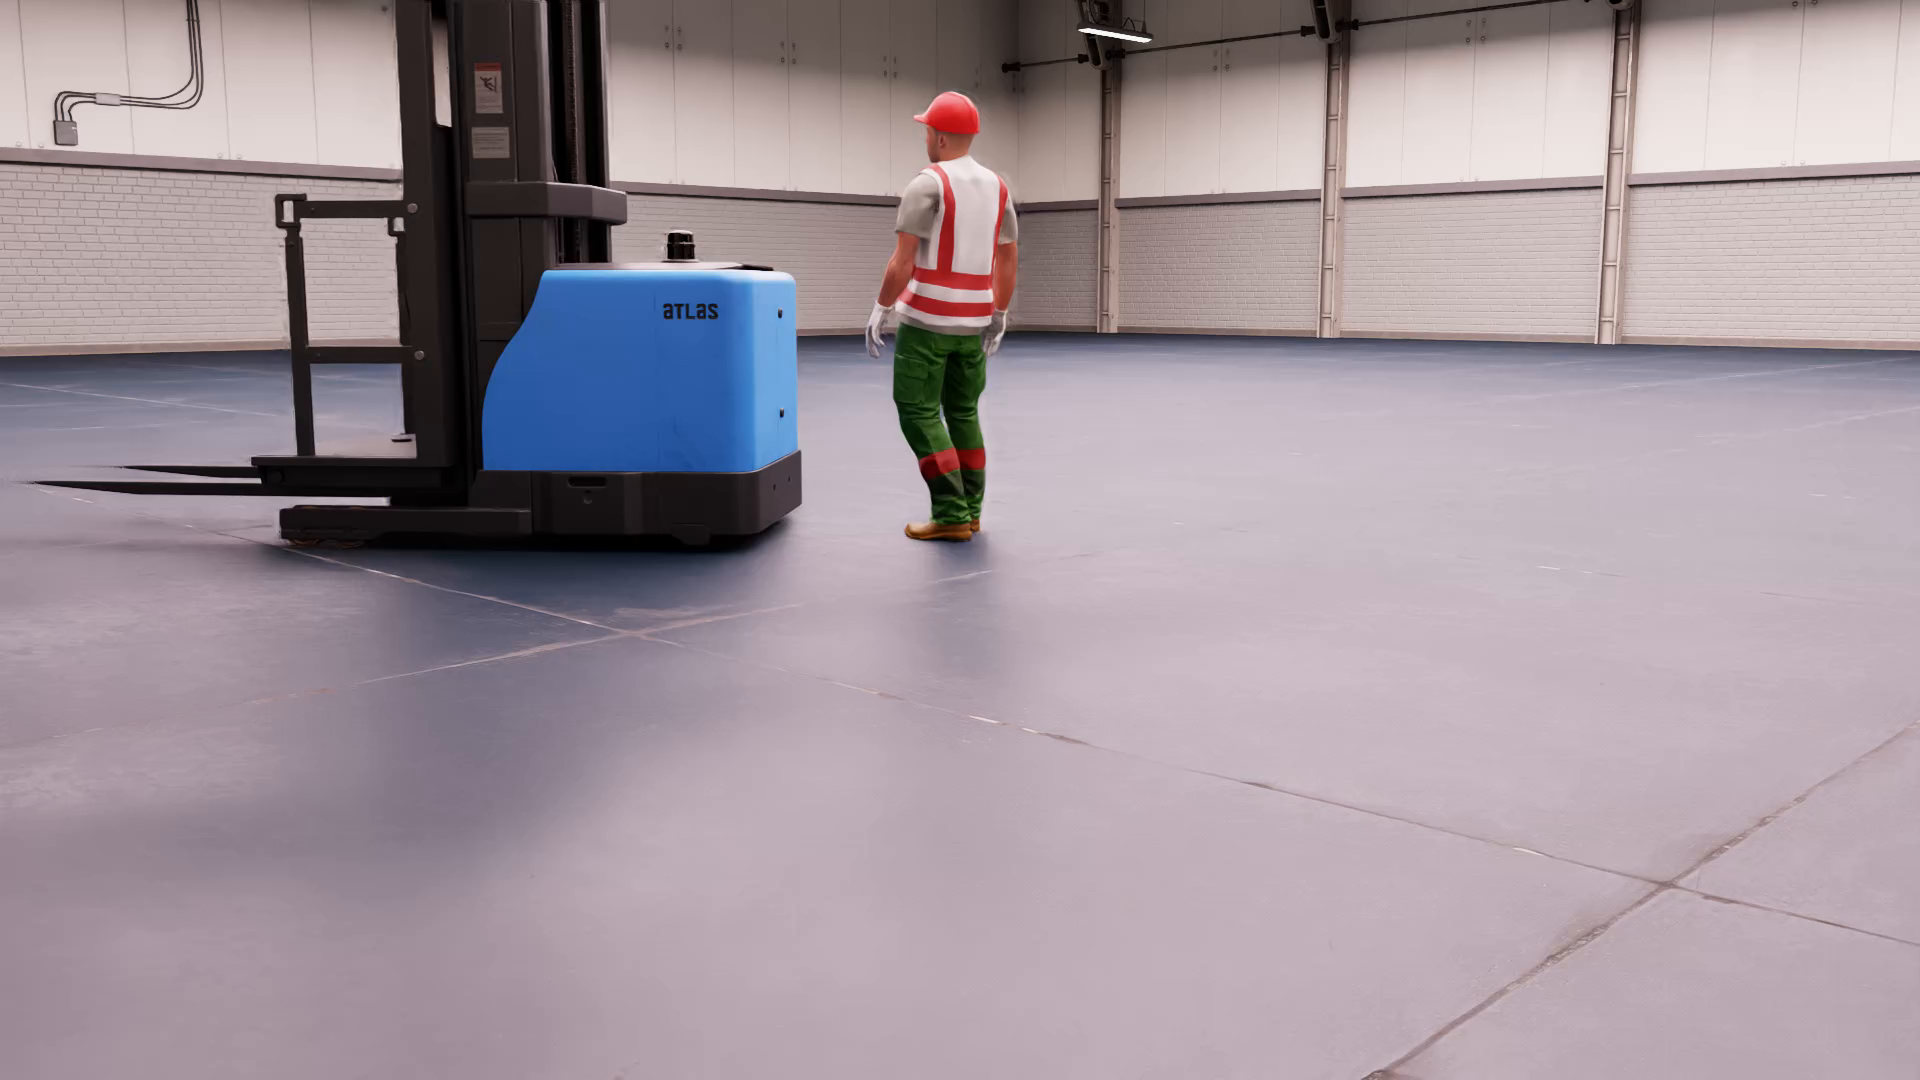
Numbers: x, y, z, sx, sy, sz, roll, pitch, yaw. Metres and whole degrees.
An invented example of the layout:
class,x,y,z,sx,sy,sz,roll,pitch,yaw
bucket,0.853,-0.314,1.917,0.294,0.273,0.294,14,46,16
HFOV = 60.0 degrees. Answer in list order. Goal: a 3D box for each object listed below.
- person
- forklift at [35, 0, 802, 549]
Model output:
class,x,y,z,sx,sy,sz,roll,pitch,yaw
person,-0.111,-0.883,6.703,0.686,1.772,0.557,-8,11,-41
forklift,-2.241,-1.493,6.787,3.031,2.935,1.130,1,9,5
